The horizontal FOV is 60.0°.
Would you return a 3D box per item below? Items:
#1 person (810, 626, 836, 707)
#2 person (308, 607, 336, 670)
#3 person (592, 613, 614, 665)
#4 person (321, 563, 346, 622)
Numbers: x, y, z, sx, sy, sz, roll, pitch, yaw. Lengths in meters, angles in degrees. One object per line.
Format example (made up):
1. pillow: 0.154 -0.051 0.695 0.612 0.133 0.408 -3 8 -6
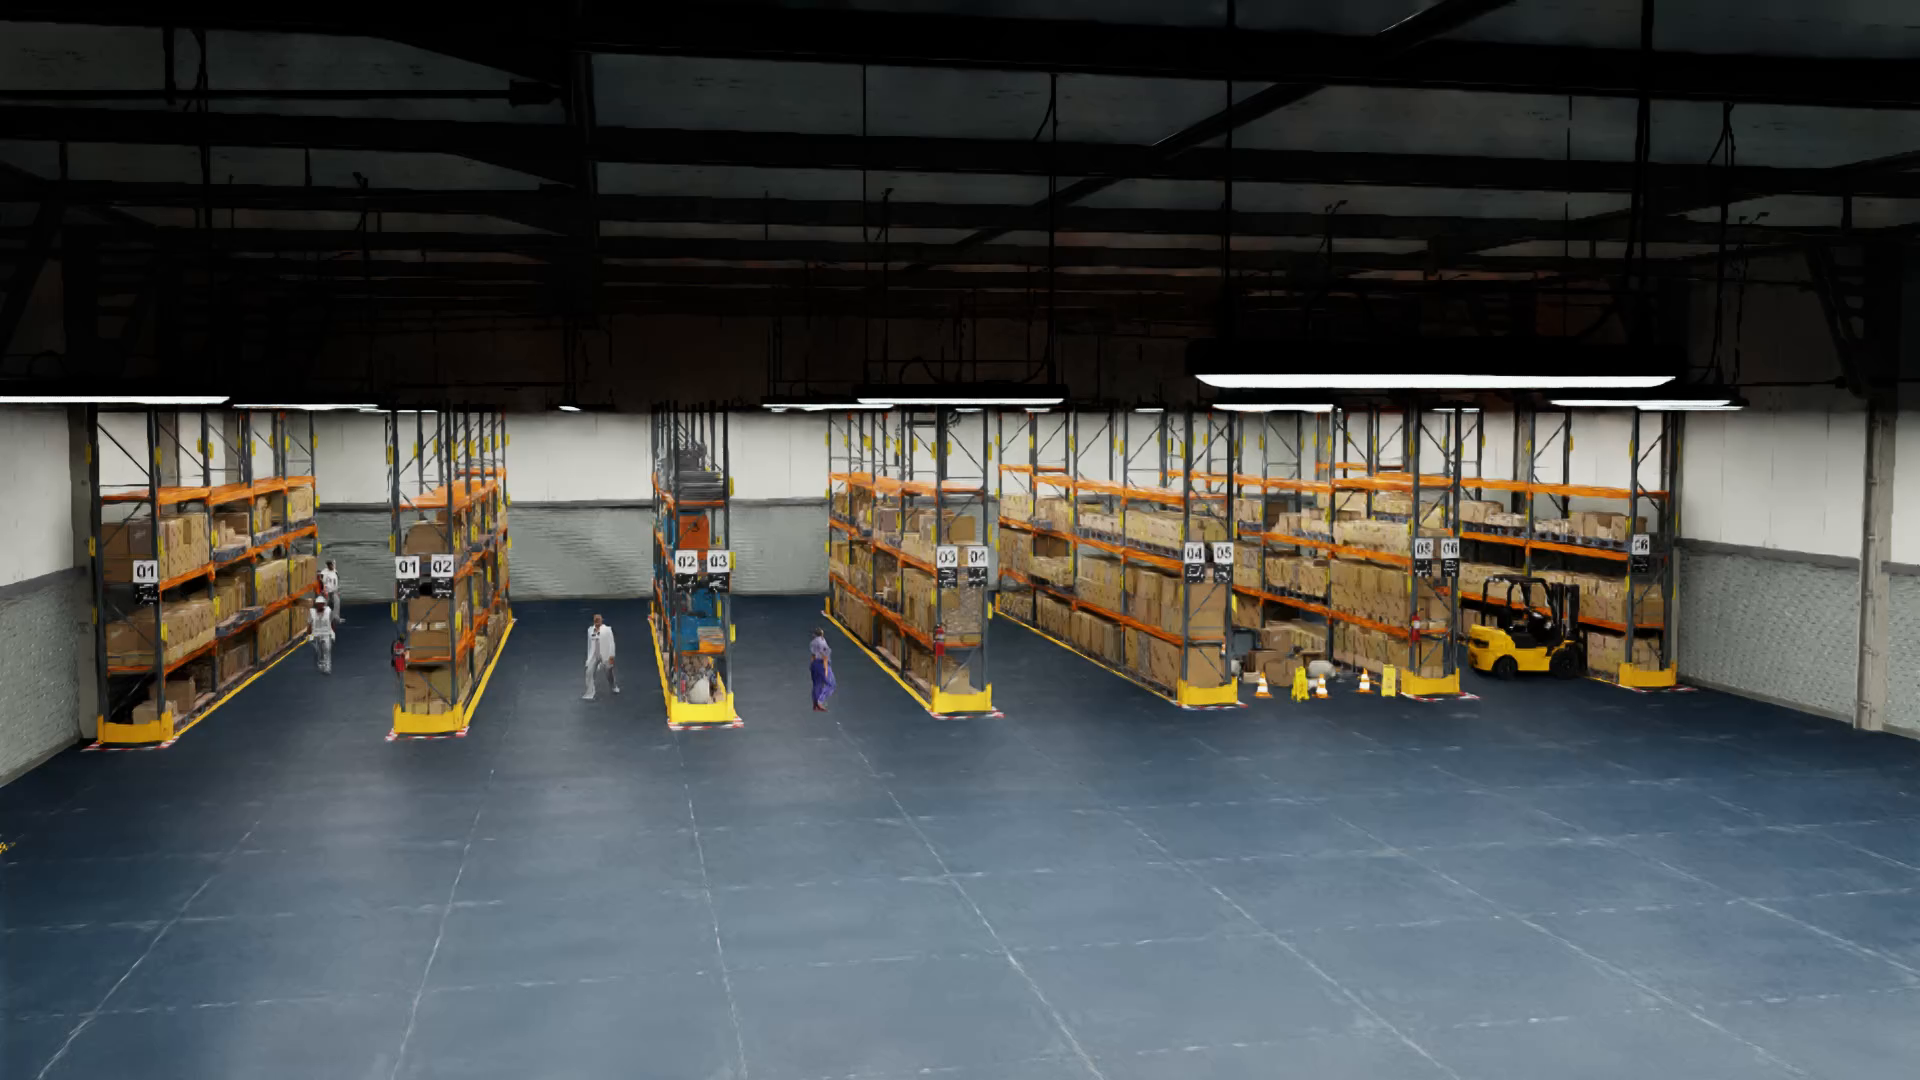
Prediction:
1. person: -2.695 2.451 32.085 0.408 1.576 0.520 -4 6 -40
2. person: -14.162 2.182 36.916 0.549 1.394 0.934 -1 4 -14
3. person: -7.274 2.001 33.587 0.598 1.056 0.435 1 4 8
4. person: -17.373 1.410 45.884 0.581 1.716 0.631 3 5 30
